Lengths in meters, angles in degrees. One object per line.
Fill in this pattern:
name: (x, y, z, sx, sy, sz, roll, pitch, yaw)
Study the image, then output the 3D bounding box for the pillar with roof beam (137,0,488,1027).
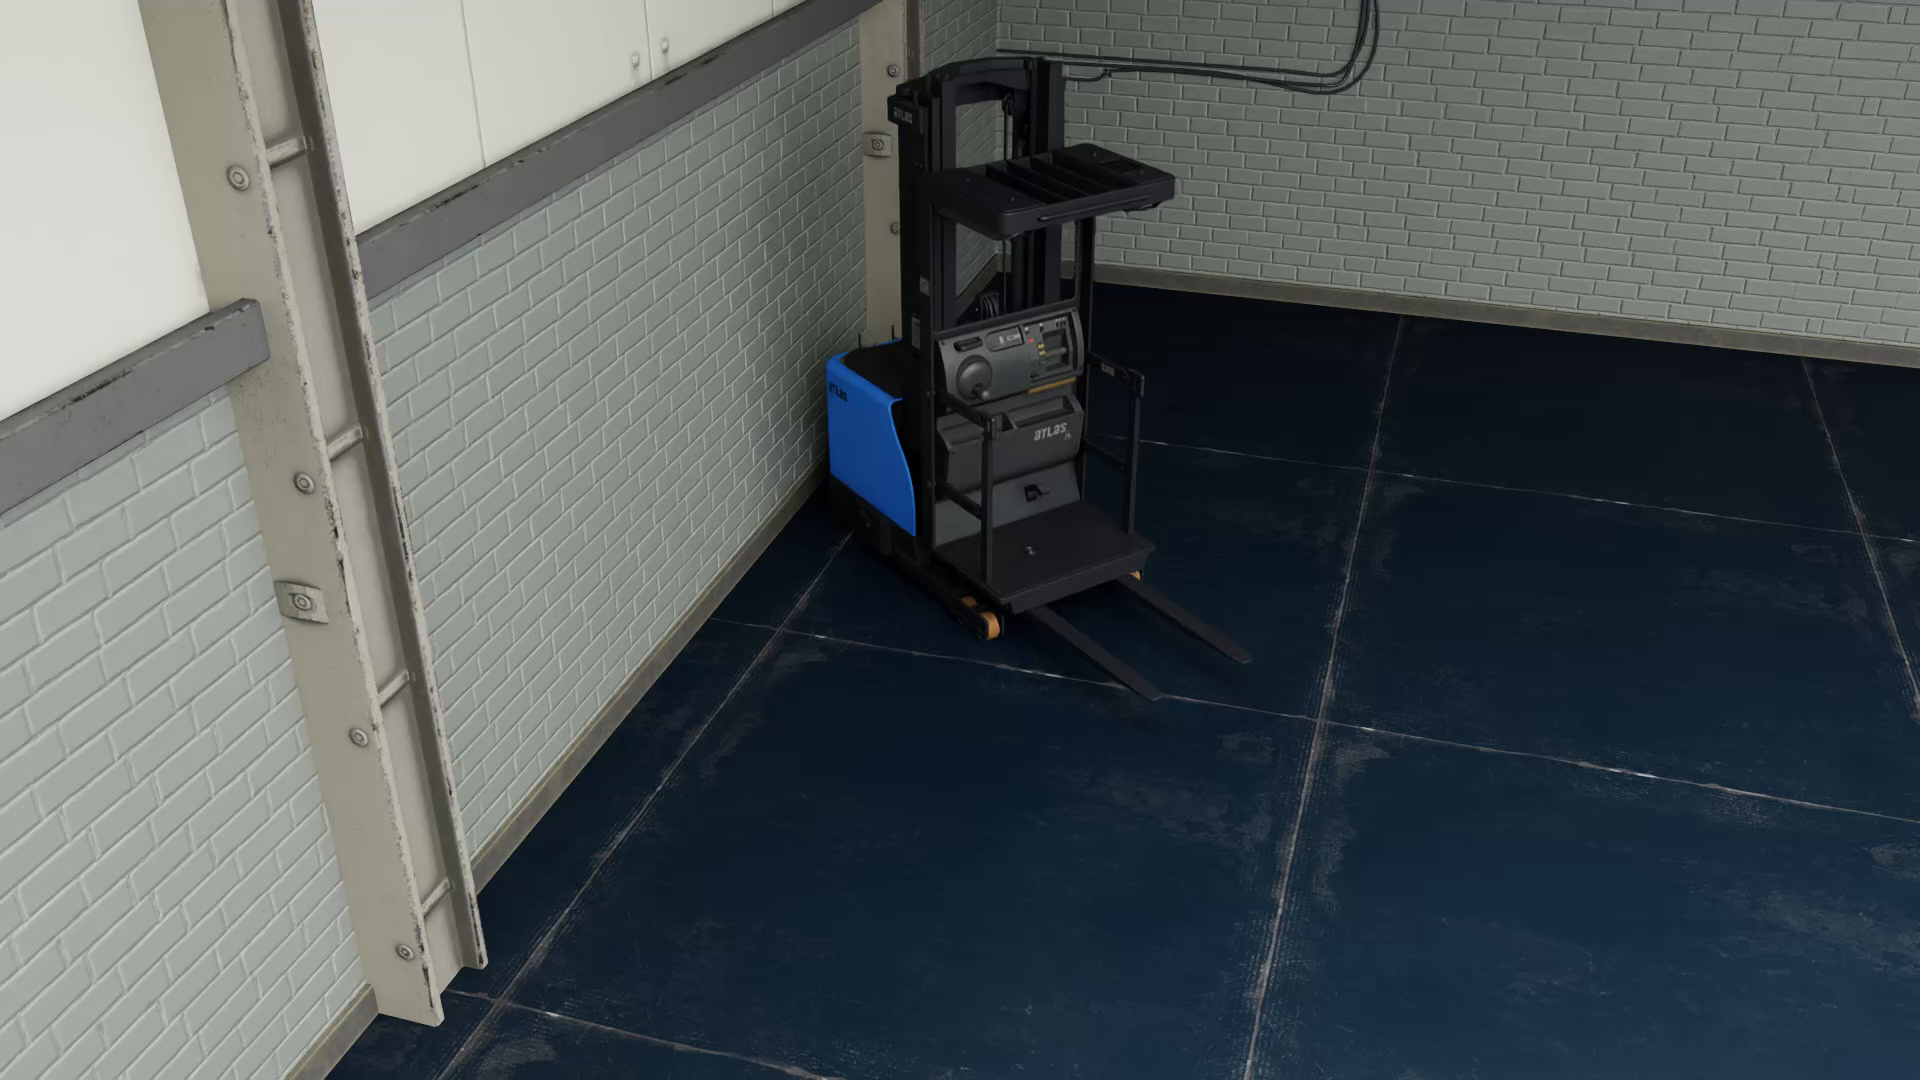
pillar with roof beam: (1.916, -1.465, 3.628, 9.100, 9.000, 0.400, 8, 30, 15)

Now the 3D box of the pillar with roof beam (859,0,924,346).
pillar with roof beam: (3.677, -4.254, 8.640, 9.100, 9.000, 0.400, 8, 30, 15)

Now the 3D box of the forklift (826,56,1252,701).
forklift: (0.407, -0.984, 9.003, 1.130, 2.935, 3.031, -18, 34, -29)

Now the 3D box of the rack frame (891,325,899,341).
rack frame: (-0.375, -0.864, 10.724, 0.008, 1.050, 0.200, -19, 34, -30)

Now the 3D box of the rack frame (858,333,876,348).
rack frame: (-0.576, -0.797, 10.603, 0.008, 1.050, 0.200, -19, 34, -30)

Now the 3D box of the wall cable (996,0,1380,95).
wall cable: (1.691, -4.691, 12.621, 3.097, 2.526, 0.112, 8, 30, 15)

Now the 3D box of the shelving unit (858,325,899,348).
shelving unit: (-0.476, -0.831, 10.663, 0.252, 1.050, 0.215, -19, 34, -30)
